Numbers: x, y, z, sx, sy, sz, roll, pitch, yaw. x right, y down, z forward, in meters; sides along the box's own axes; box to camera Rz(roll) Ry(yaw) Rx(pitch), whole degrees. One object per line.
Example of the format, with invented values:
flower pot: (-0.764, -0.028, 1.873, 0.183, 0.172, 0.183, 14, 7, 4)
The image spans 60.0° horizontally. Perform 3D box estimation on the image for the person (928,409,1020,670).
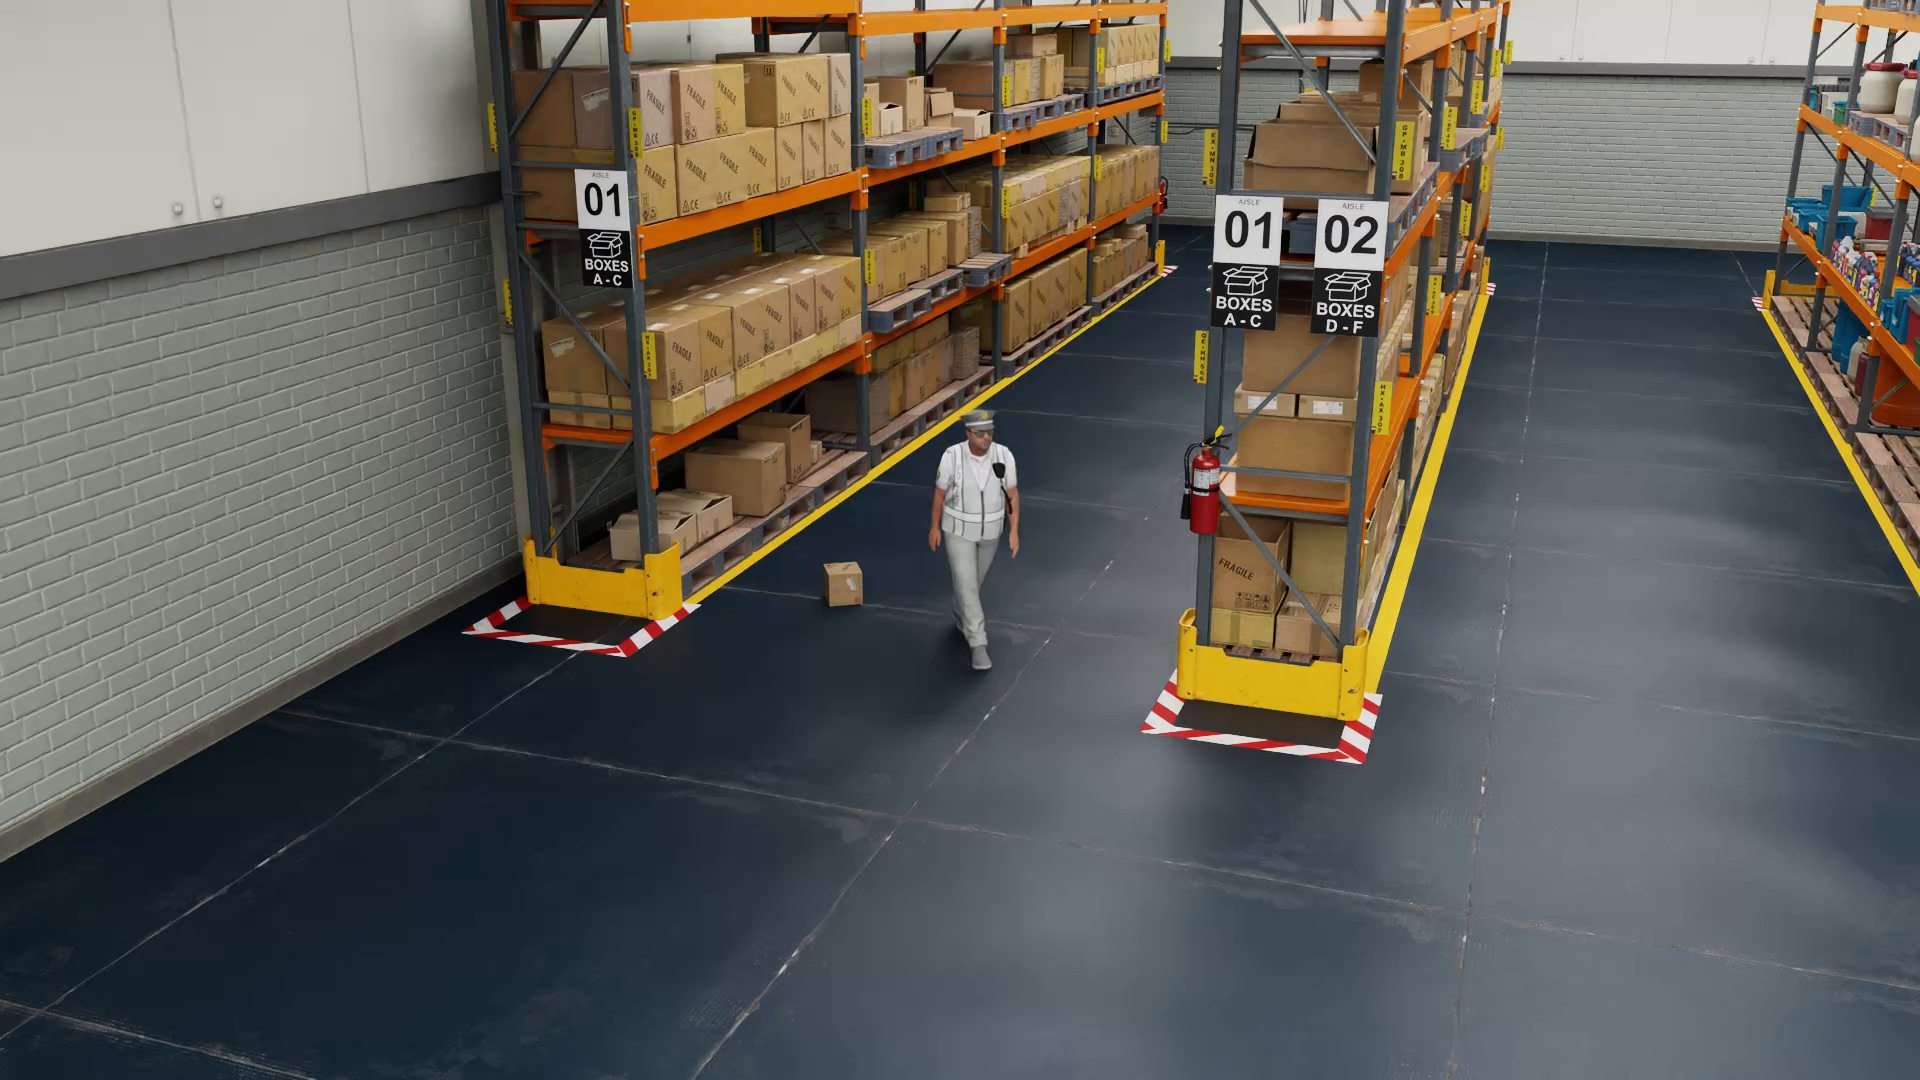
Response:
person: (0.130, -0.079, 11.246, 0.570, 1.694, 1.037, -7, 20, -20)
